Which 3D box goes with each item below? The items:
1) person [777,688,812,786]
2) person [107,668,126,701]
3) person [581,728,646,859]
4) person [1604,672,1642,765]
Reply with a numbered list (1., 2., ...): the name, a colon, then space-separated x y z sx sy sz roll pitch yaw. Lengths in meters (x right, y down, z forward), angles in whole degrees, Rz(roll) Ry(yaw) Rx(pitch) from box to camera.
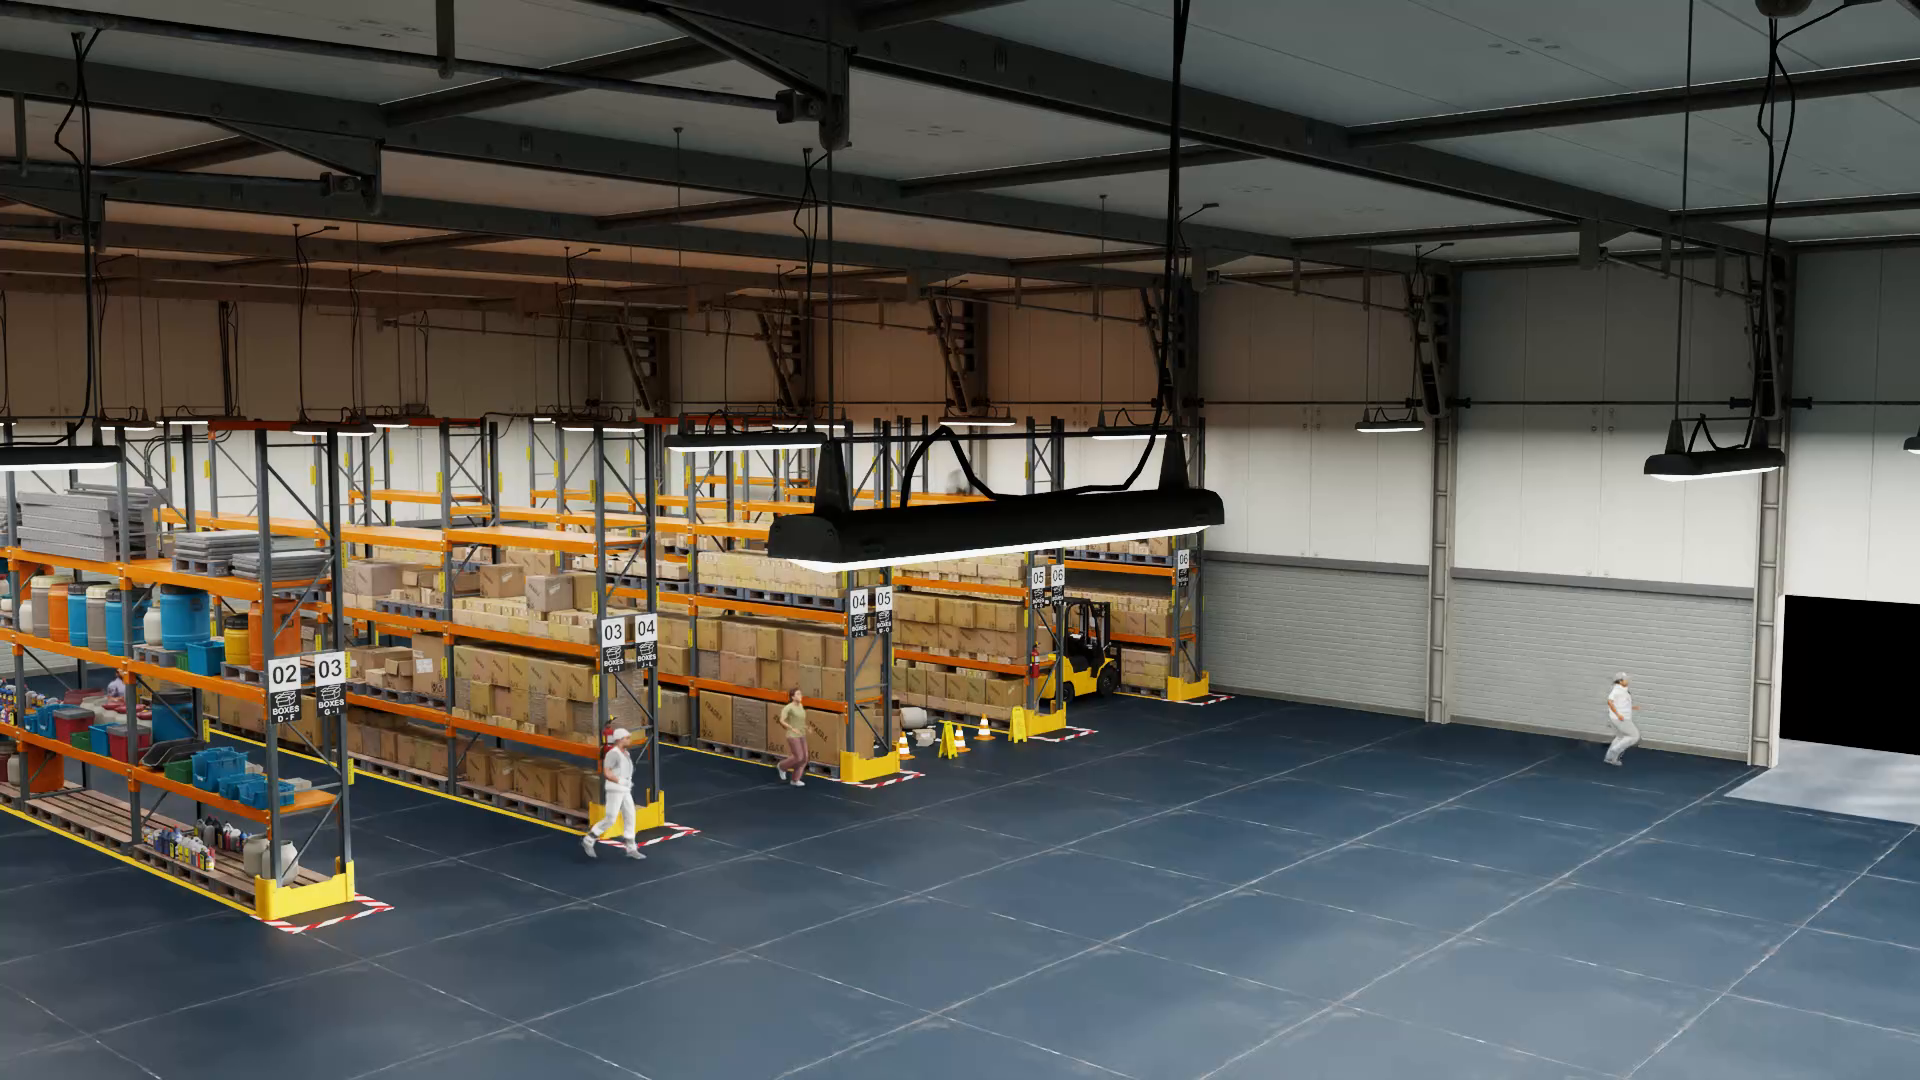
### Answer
1. person: -2.745 3.237 27.458 0.546 1.624 0.566 3 6 32
2. person: -14.848 3.067 29.596 0.644 1.669 0.585 3 6 33
3. person: -4.746 3.506 23.139 0.916 1.772 0.734 1 5 12
4. person: 11.545 3.110 28.927 0.575 1.629 0.592 2 5 18
